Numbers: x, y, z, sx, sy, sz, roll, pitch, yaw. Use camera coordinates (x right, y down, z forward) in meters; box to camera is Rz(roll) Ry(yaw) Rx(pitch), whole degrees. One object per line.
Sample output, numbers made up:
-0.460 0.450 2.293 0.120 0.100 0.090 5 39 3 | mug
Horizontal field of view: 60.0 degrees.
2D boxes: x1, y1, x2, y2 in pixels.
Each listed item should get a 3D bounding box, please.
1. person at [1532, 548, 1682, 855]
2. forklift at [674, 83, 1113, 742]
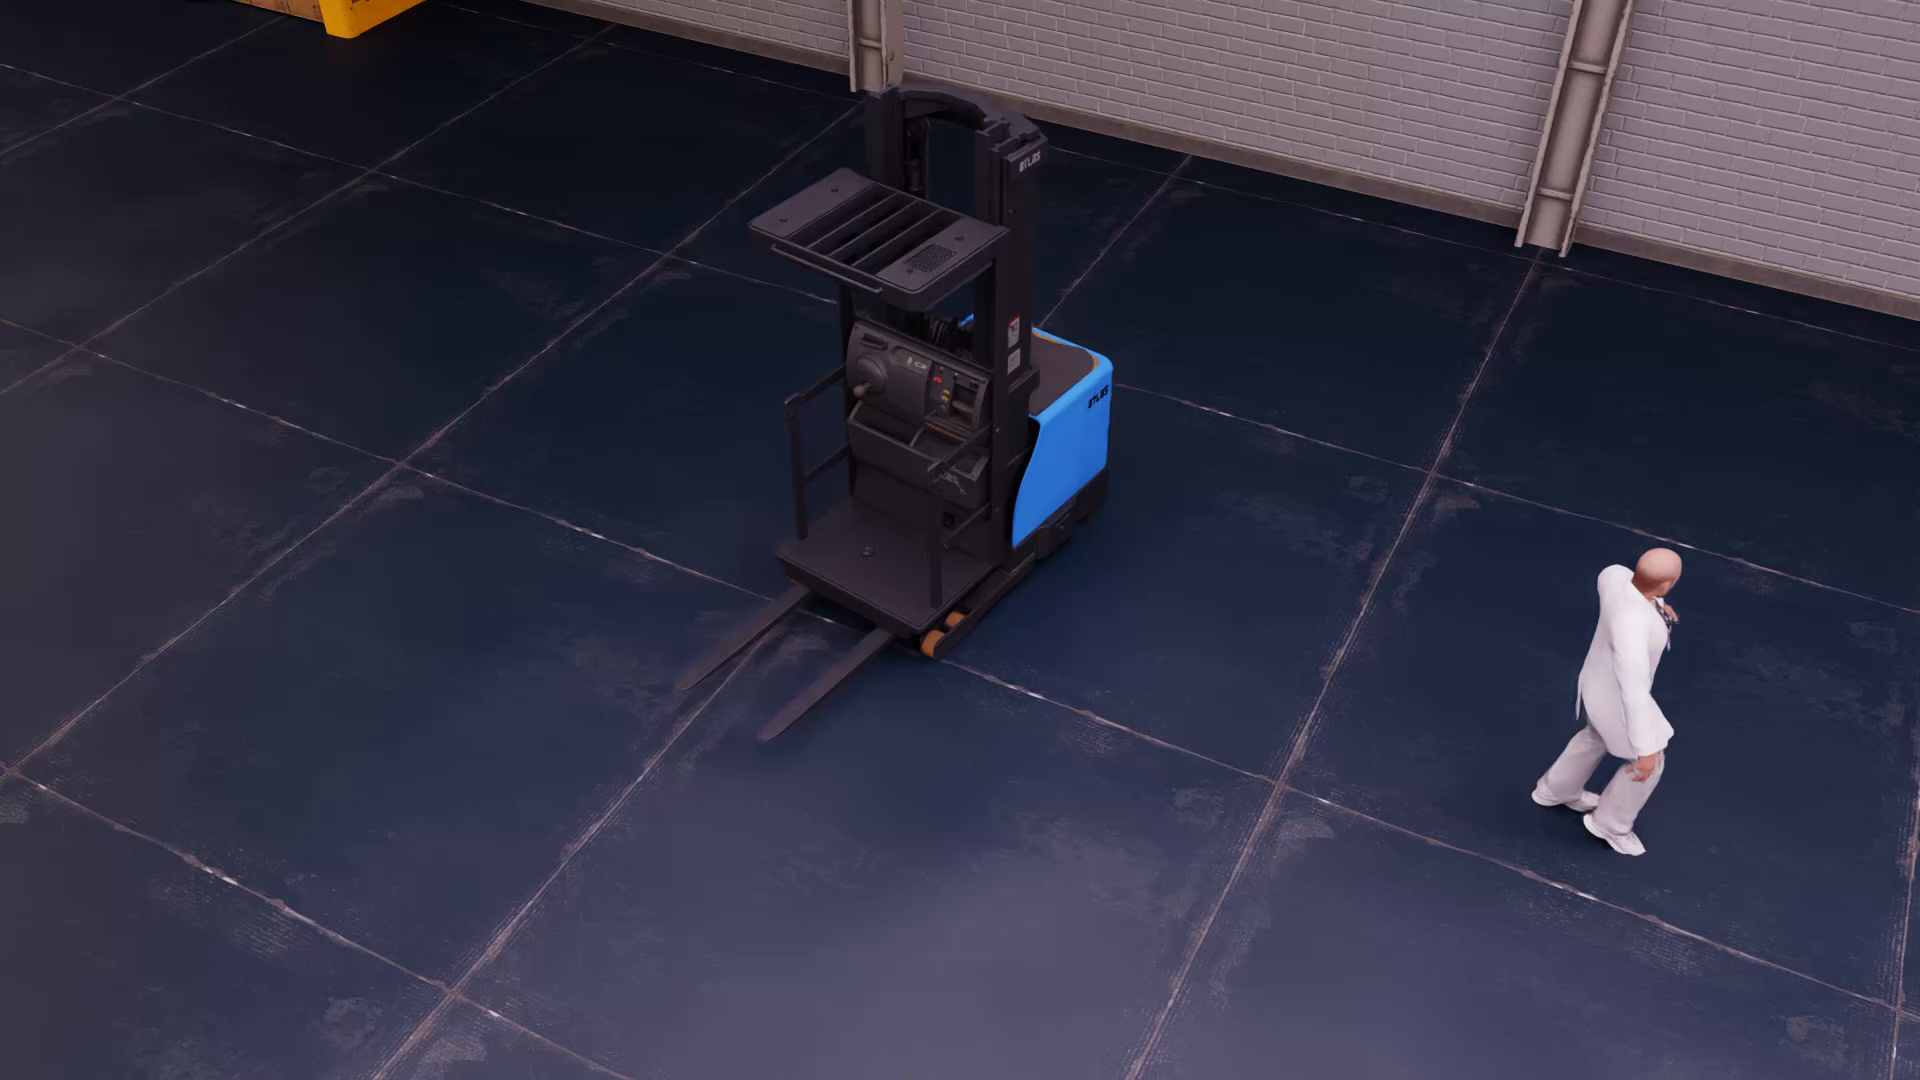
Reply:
3.238 0.765 8.036 0.556 1.808 0.994 6 41 8 | person
-0.365 -0.806 8.943 1.130 2.935 3.031 26 47 28 | forklift
